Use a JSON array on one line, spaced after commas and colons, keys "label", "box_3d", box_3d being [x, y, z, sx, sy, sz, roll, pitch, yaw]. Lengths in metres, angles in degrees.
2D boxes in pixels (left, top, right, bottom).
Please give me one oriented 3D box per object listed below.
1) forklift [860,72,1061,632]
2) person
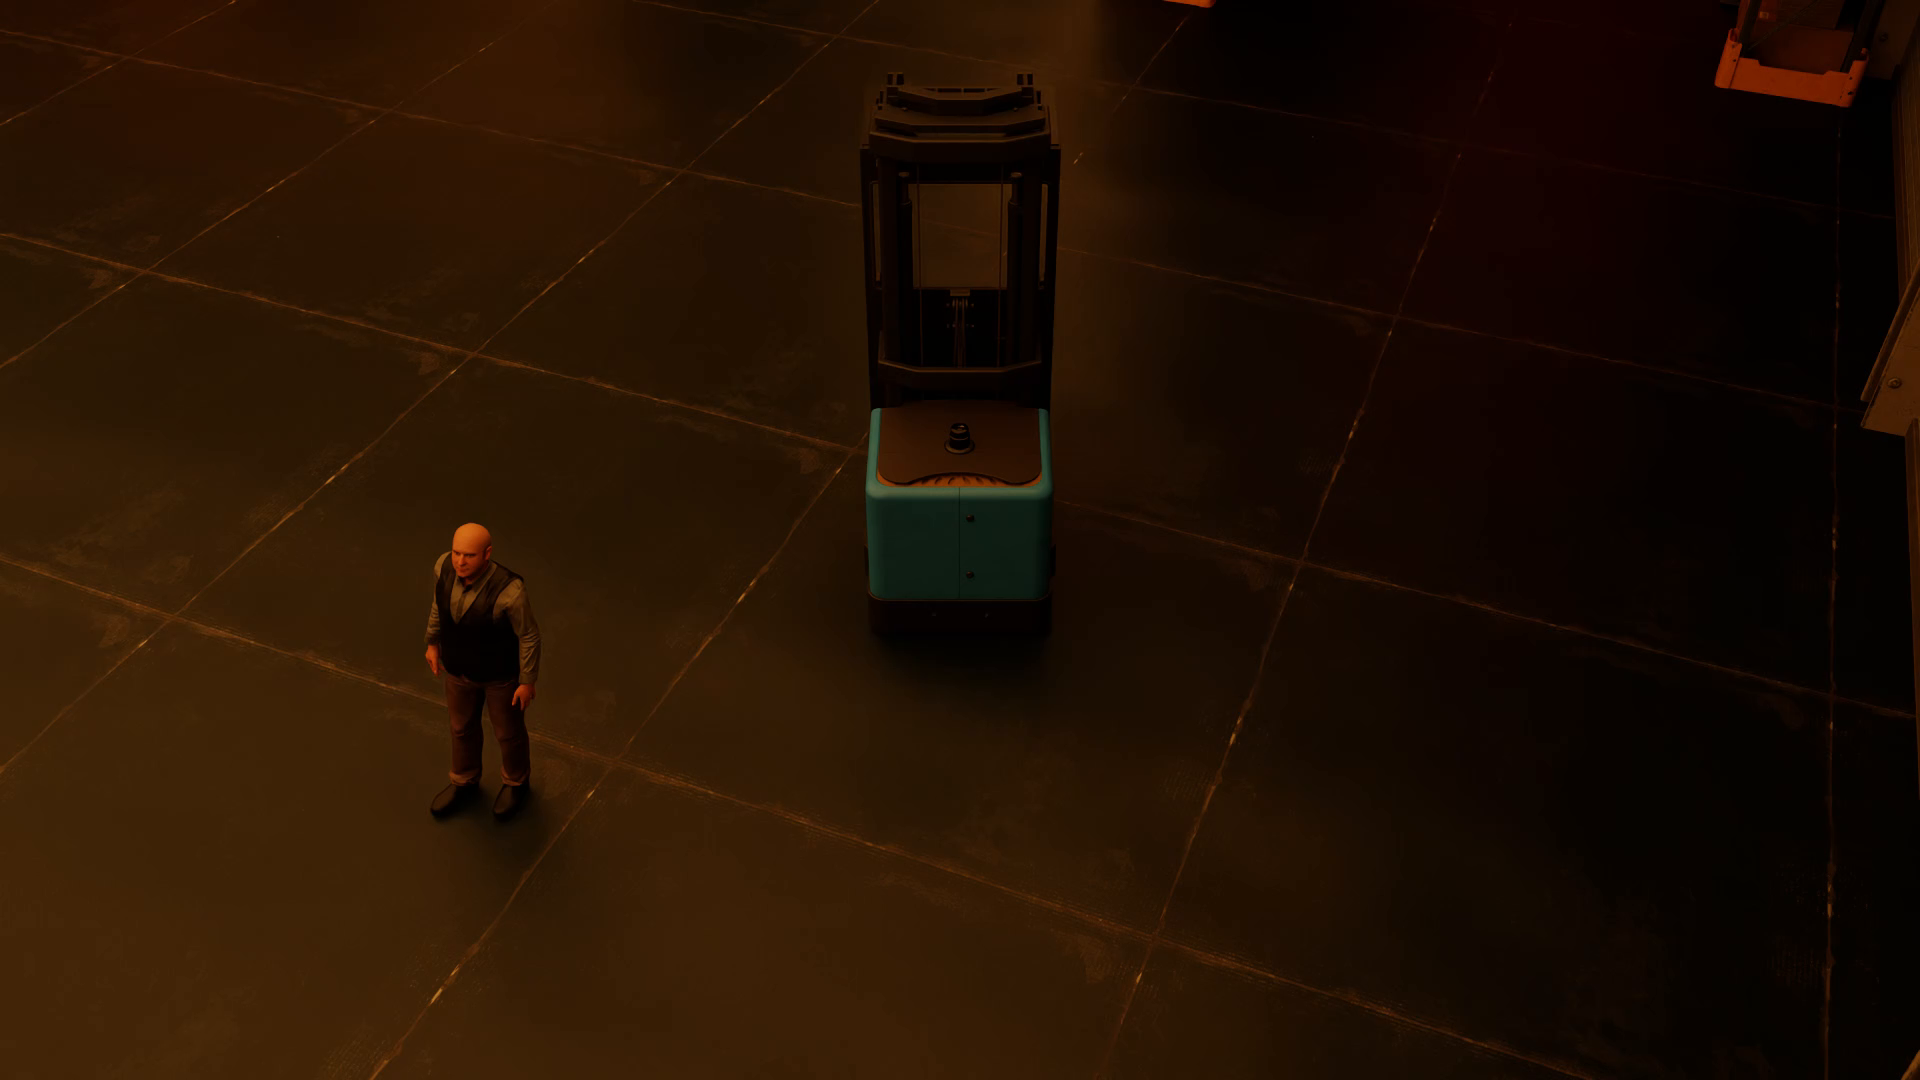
[{"label": "forklift", "box_3d": [0.002, -1.515, 9.816, 1.130, 2.935, 3.031, 0, 40, 0]}, {"label": "person", "box_3d": [-2.361, 0.668, 8.140, 0.631, 1.720, 0.569, 16, 42, 18]}]
